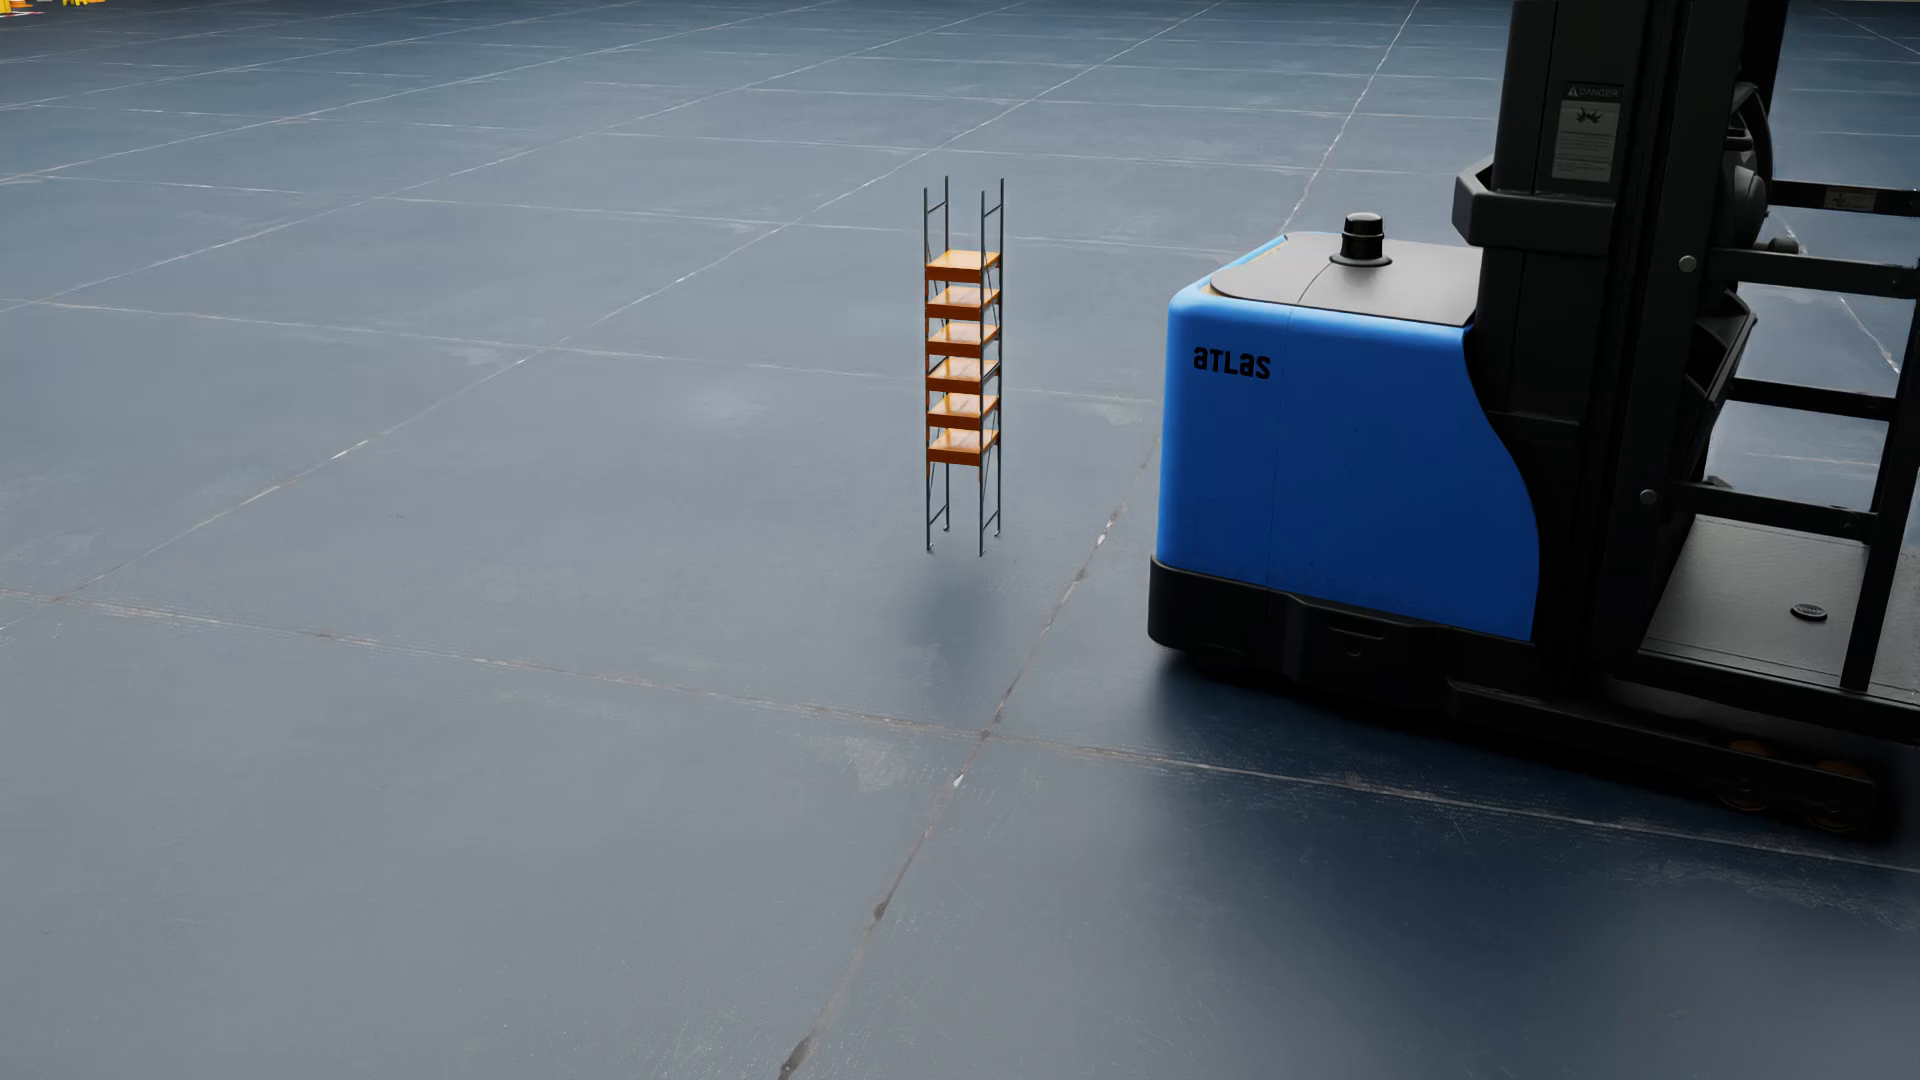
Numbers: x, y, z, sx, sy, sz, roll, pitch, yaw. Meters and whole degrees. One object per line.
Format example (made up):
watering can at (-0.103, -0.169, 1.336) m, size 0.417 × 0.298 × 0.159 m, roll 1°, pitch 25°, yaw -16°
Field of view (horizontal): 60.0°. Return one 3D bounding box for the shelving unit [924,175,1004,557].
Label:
shelving unit at (0.014, -0.554, 5.389) m, size 0.189 × 1.200 × 0.258 m, roll 7°, pitch 23°, yaw 16°

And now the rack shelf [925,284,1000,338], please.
rack shelf at (0.014, -0.734, 5.315) m, size 0.180 × 0.103 × 0.258 m, roll 7°, pitch 23°, yaw 16°

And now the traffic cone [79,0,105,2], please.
traffic cone at (-13.951, -8.860, 26.611) m, size 0.334 × 0.463 × 0.336 m, roll 7°, pitch 23°, yaw 16°

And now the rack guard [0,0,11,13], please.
rack guard at (-14.482, -7.927, 24.288) m, size 0.348 × 0.500 × 1.175 m, roll 7°, pitch 23°, yaw 16°

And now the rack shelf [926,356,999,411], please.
rack shelf at (0.014, -0.512, 5.406) m, size 0.180 × 0.103 × 0.258 m, roll 7°, pitch 23°, yaw 16°

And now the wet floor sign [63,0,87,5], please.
wet floor sign at (-13.905, -8.713, 26.013) m, size 0.232 × 0.644 × 0.267 m, roll 3°, pitch 22°, yaw 6°

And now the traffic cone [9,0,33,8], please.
traffic cone at (-14.603, -8.487, 25.701) m, size 0.334 × 0.463 × 0.336 m, roll 7°, pitch 23°, yaw 16°

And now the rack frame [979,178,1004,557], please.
rack frame at (0.101, -0.544, 5.365) m, size 0.006 × 1.200 × 0.240 m, roll 7°, pitch 23°, yaw 16°

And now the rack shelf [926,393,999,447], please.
rack shelf at (0.014, -0.401, 5.452) m, size 0.180 × 0.103 × 0.258 m, roll 7°, pitch 23°, yaw 16°

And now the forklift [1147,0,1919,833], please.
forklift at (2.076, -0.895, 3.941) m, size 3.031 × 2.935 × 1.130 m, roll 12°, pitch 25°, yaw 27°

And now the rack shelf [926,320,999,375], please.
rack shelf at (0.014, -0.623, 5.361) m, size 0.180 × 0.103 × 0.258 m, roll 7°, pitch 23°, yaw 16°

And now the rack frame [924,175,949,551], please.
rack frame at (-0.074, -0.564, 5.414) m, size 0.006 × 1.200 × 0.240 m, roll 7°, pitch 23°, yaw 16°

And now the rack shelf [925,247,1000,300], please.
rack shelf at (0.014, -0.845, 5.270) m, size 0.180 × 0.103 × 0.258 m, roll 7°, pitch 23°, yaw 16°

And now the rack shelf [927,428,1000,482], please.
rack shelf at (0.014, -0.290, 5.497) m, size 0.180 × 0.103 × 0.258 m, roll 7°, pitch 23°, yaw 16°
